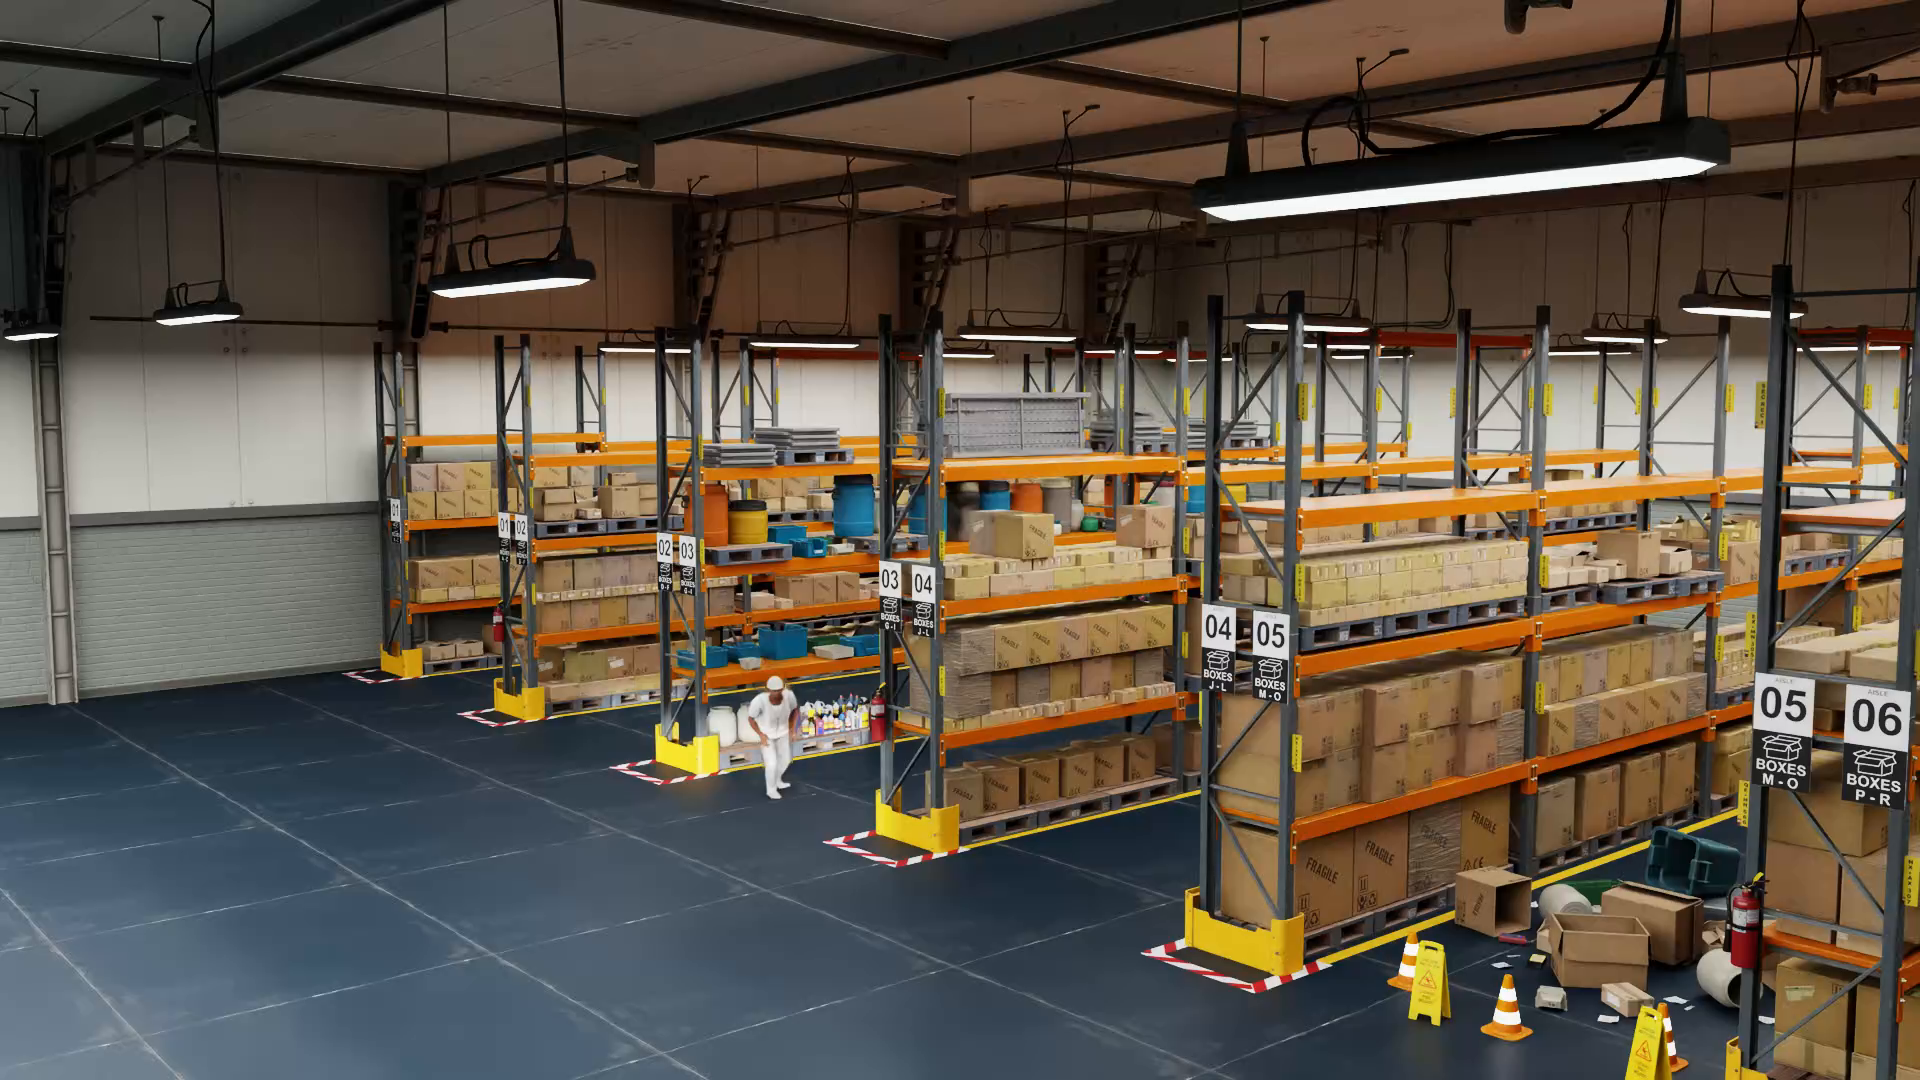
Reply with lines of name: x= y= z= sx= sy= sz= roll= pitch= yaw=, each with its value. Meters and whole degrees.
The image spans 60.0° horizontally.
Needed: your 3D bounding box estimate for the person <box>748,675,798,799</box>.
person: x=-2.356 y=2.457 z=20.943 sx=0.696 sy=1.616 sz=0.906 roll=-3 pitch=6 yaw=-30
